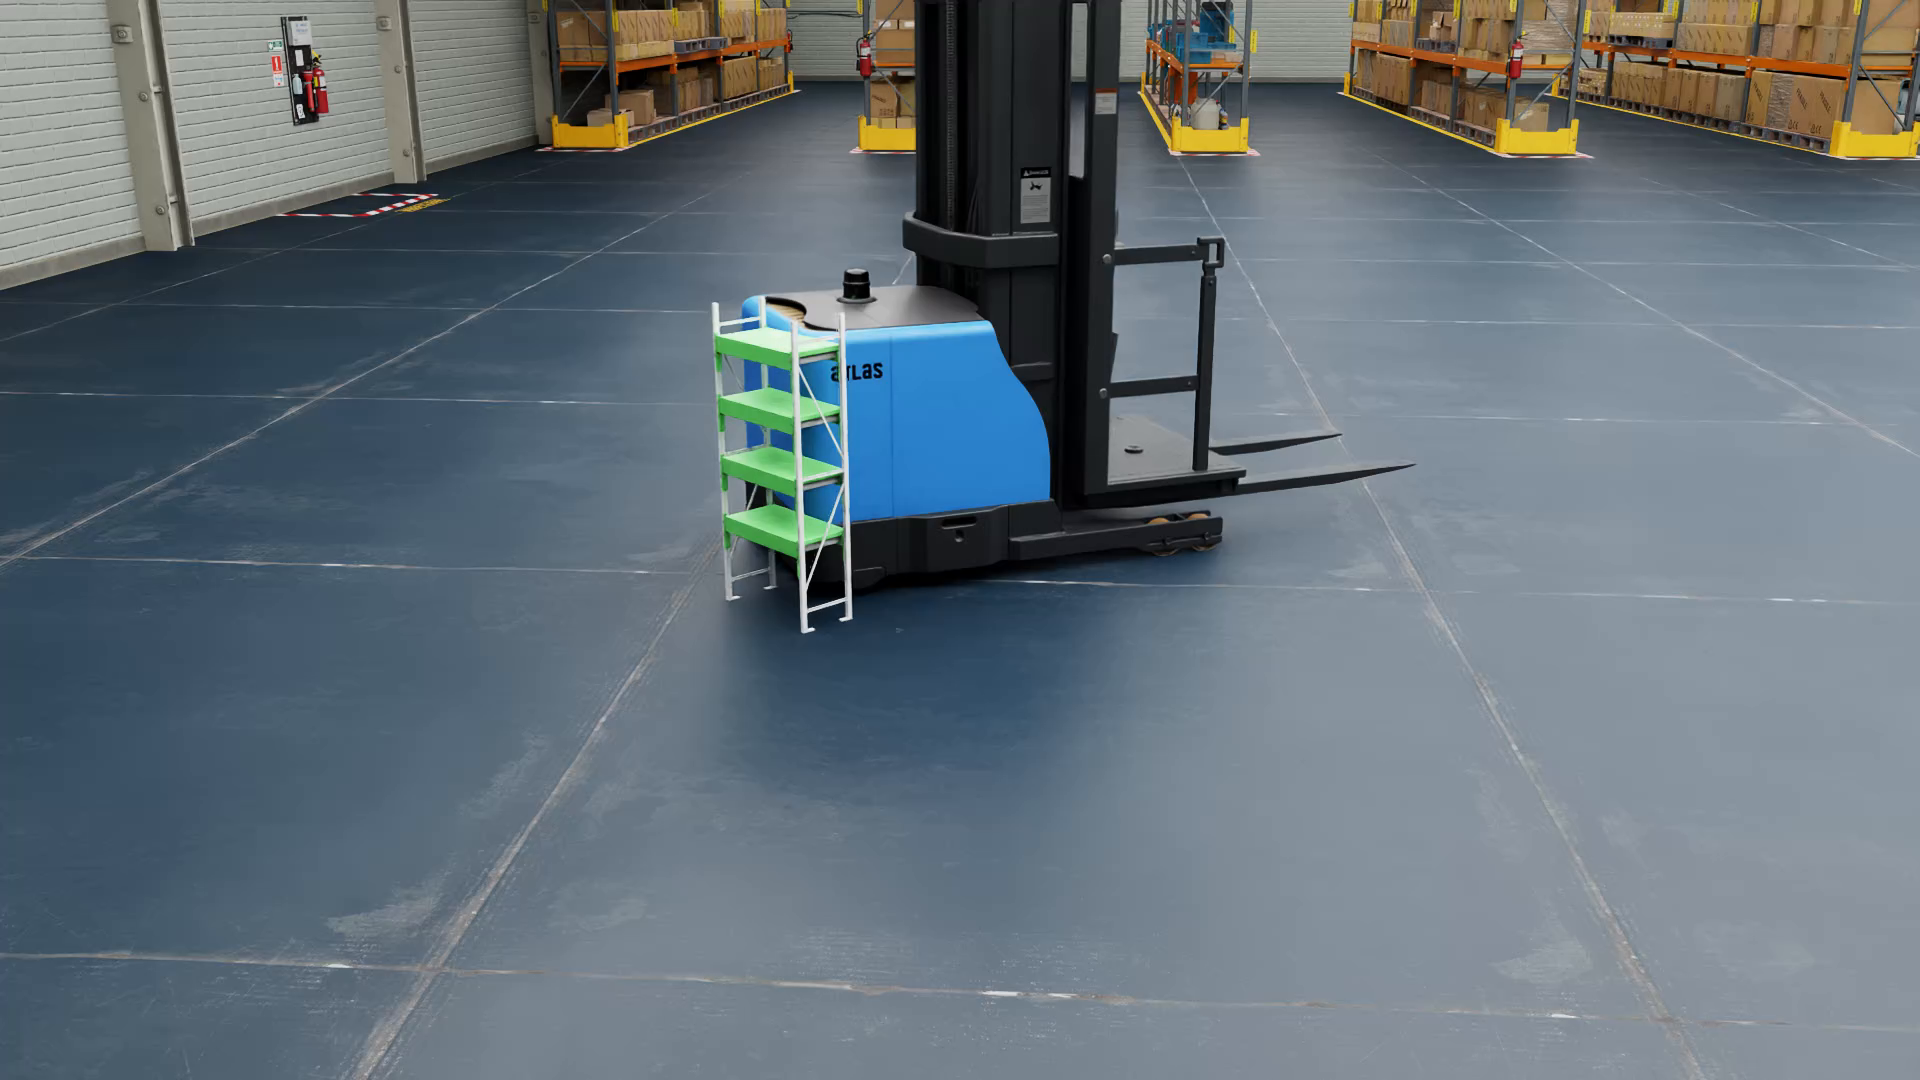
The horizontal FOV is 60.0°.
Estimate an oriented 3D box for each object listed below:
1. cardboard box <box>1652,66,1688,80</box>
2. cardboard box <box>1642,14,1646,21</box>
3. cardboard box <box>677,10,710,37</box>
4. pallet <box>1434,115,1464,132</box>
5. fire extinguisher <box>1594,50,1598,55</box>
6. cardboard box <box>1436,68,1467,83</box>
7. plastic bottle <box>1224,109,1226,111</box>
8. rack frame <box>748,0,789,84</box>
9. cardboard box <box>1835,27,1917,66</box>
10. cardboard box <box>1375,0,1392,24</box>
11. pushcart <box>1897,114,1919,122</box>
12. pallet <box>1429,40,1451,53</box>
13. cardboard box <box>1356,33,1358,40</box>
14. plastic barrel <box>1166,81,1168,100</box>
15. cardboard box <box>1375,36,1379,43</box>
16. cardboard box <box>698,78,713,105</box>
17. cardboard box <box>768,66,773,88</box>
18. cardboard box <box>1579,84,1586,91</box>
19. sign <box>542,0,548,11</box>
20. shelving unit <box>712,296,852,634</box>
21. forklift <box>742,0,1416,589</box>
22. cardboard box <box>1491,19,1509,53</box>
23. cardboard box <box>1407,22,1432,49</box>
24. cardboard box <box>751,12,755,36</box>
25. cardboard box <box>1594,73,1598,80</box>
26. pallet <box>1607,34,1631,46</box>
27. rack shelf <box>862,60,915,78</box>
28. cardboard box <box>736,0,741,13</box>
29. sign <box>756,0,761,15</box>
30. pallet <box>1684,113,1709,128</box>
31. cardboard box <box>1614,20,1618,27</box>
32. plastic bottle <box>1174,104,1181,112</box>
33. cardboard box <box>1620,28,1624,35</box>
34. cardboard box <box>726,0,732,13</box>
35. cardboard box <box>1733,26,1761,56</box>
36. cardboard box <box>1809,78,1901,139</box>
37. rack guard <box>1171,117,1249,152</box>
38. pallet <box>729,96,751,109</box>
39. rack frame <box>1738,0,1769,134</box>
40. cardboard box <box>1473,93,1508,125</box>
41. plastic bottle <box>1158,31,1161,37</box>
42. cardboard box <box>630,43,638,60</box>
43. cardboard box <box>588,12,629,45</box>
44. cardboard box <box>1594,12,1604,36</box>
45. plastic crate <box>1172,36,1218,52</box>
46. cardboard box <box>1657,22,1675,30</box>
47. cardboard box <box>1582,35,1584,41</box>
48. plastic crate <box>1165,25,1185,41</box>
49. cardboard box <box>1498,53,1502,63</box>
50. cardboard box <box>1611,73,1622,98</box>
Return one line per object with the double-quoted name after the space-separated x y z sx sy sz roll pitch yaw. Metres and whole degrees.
14.183 -9.328 33.208 0.500 0.250 0.500 1 18 3 "cardboard box"
14.051 -10.584 33.679 0.380 0.149 0.250 1 18 4 "cardboard box"
-5.390 -10.325 33.250 0.700 0.500 0.500 -1 18 -3 "cardboard box"
9.223 -7.558 30.149 1.003 0.211 1.213 1 18 4 "pallet"
15.447 -12.080 40.195 0.296 0.674 0.183 1 18 4 "fire extinguisher"
9.409 -8.887 31.831 0.500 0.250 0.500 3 18 10 "cardboard box"
4.417 -7.054 27.788 0.061 0.283 0.133 2 18 5 "plastic bottle"
-4.793 -12.700 41.363 1.000 3.000 0.127 1 18 4 "rack frame"
13.803 -7.444 25.083 0.875 0.550 0.550 1 18 4 "cardboard box"
9.508 -11.701 36.874 0.500 0.500 0.500 2 18 5 "cardboard box"
16.775 -7.209 28.818 1.648 0.377 0.936 -5 19 -15 "pushcart"
9.354 -9.176 30.919 1.003 0.211 1.213 1 18 4 "pallet"
9.639 -11.986 39.590 0.380 0.149 0.250 1 18 3 "cardboard box"
4.484 -9.341 34.434 0.421 0.512 0.421 0 18 0 "plastic barrel"
9.437 -11.108 36.910 0.380 0.149 0.250 1 18 4 "cardboard box"
-5.366 -9.011 33.415 0.700 0.500 0.500 2 18 5 "cardboard box"
-4.846 -11.014 39.560 0.700 0.500 0.500 2 18 5 "cardboard box"
14.514 -10.434 38.354 0.380 0.149 0.250 1 18 4 "cardboard box"
-6.492 -8.449 26.025 0.100 0.325 0.005 1 18 4 "sign"
-0.682 -0.296 6.397 0.258 1.200 0.503 -16 24 -40 "shelving unit"
0.612 -1.465 7.188 3.031 2.935 1.130 -7 19 -20 "forklift"
8.865 -7.916 26.125 0.875 0.500 0.500 1 18 4 "cardboard box"
9.243 -10.090 33.237 0.500 0.500 0.500 2 18 6 "cardboard box"
-4.861 -11.507 37.052 0.500 0.500 0.500 1 18 3 "cardboard box"
14.437 -10.385 37.248 0.380 0.149 0.250 1 18 3 "cardboard box"
14.482 -10.658 35.441 1.003 0.211 1.213 1 18 4 "pallet"
-0.855 -7.900 27.871 1.077 0.370 4.000 1 18 4 "rack shelf"
-4.977 -11.386 35.479 0.500 0.250 0.500 1 18 3 "cardboard box"
-4.538 -11.961 37.376 0.100 0.325 0.005 1 18 4 "sign"
14.173 -7.795 30.873 1.003 0.211 1.213 1 18 4 "pallet"
14.178 -11.012 35.465 0.380 0.149 0.250 1 18 3 "cardboard box"
3.699 -7.212 28.163 0.144 0.351 0.185 2 18 6 "plastic bottle"
14.140 -10.710 35.020 0.380 0.149 0.250 1 18 4 "cardboard box"
-5.039 -11.072 34.521 0.500 0.250 0.500 1 18 3 "cardboard box"
13.879 -8.714 29.040 0.500 0.500 0.500 1 18 4 "cardboard box"
13.804 -6.659 25.664 0.875 0.875 0.875 1 18 4 "cardboard box"
3.900 -6.346 25.987 1.175 0.500 0.348 1 18 4 "rack guard"
-5.145 -9.511 36.110 1.003 0.211 1.213 1 18 4 "pallet"
14.108 -8.499 28.543 1.000 3.000 0.127 1 18 4 "rack frame"
9.066 -7.351 28.381 0.500 0.500 0.500 7 20 21 "cardboard box"
4.322 -10.754 35.626 0.152 0.276 0.135 1 18 4 "plastic bottle"
-5.565 -7.975 27.152 0.500 0.250 0.500 1 18 2 "cardboard box"
-5.606 -8.167 26.533 0.500 0.500 0.500 1 18 4 "cardboard box"
14.473 -11.490 37.034 0.500 0.500 0.500 1 18 2 "cardboard box"
4.064 -8.562 28.836 0.767 0.338 0.504 1 18 4 "plastic crate"
13.976 -10.126 32.761 0.380 0.149 0.250 2 18 5 "cardboard box"
14.597 -11.608 38.434 0.380 0.149 0.250 1 18 3 "cardboard box"
4.094 -9.529 31.585 0.402 0.464 0.583 1 18 4 "plastic crate"
8.715 -7.606 26.222 0.380 0.149 0.250 1 18 4 "cardboard box"
14.364 -9.772 35.767 0.500 0.500 0.500 2 18 6 "cardboard box"
